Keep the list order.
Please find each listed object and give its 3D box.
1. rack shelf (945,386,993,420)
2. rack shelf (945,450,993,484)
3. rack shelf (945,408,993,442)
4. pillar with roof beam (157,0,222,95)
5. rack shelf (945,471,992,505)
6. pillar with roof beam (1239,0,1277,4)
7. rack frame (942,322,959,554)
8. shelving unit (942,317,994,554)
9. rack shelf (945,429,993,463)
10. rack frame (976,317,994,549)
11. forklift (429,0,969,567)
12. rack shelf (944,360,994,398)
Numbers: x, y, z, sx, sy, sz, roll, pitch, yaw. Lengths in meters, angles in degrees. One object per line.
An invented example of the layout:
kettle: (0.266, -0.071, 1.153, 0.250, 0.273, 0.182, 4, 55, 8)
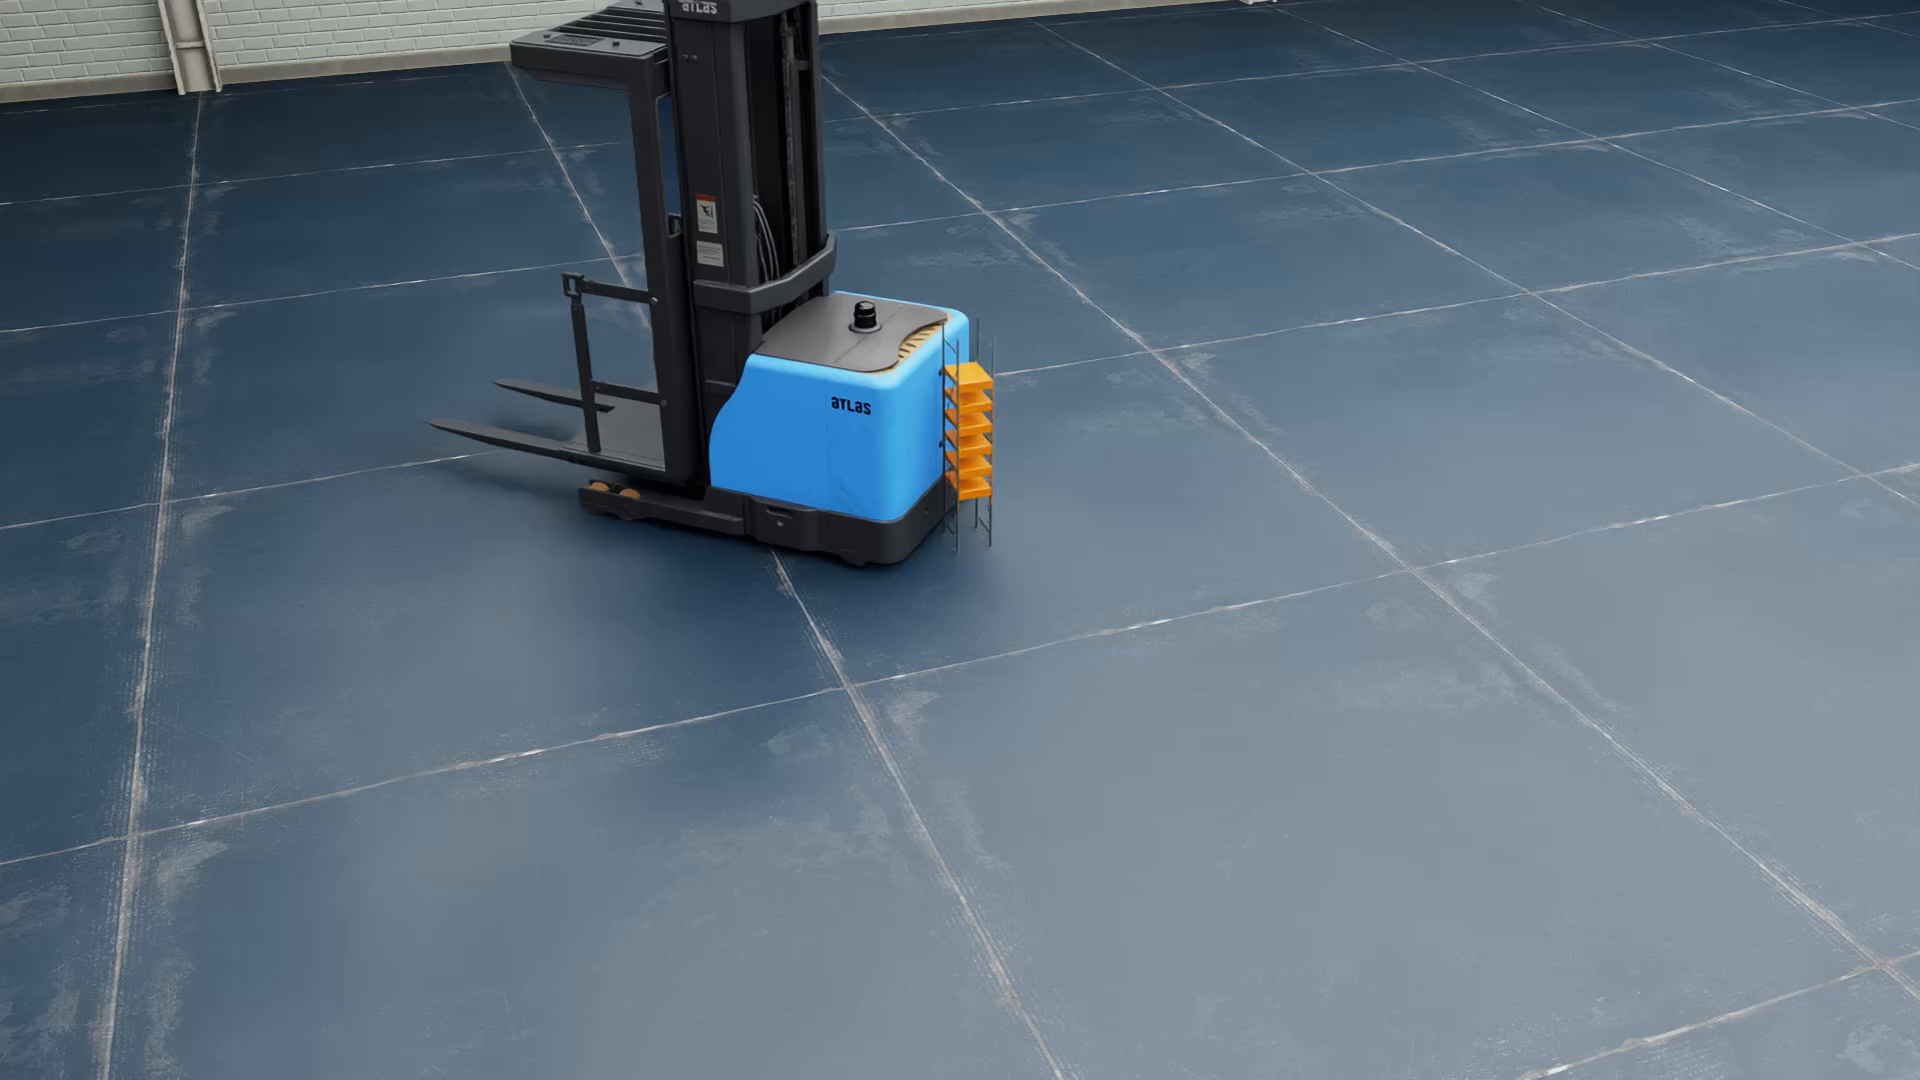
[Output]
rack shelf: (0.039, -0.687, 8.348, 0.180, 0.103, 0.258, -10, 31, -17)
rack shelf: (0.039, -0.374, 8.526, 0.180, 0.103, 0.258, -10, 31, -17)
rack shelf: (0.039, -0.583, 8.407, 0.180, 0.103, 0.258, -10, 31, -17)
pillar with roof beam: (-6.121, -6.438, 10.959, 0.400, 9.000, 9.100, -10, 31, -18)
rack shelf: (0.039, -0.270, 8.586, 0.180, 0.103, 0.258, -10, 31, -17)
pillar with roof beam: (5.126, -8.509, 14.595, 0.400, 9.000, 9.100, -10, 31, -18)
rack frame: (-0.048, -0.502, 8.419, 0.006, 1.200, 0.240, -10, 31, -17)
shelving unit: (0.039, -0.517, 8.445, 0.189, 1.200, 0.258, -10, 31, -17)
rack shelf: (0.039, -0.479, 8.467, 0.180, 0.103, 0.258, -10, 31, -17)
rack frame: (0.125, -0.532, 8.471, 0.006, 1.200, 0.240, -10, 31, -17)
forklift: (-1.505, -1.605, 8.606, 3.031, 2.935, 1.130, 12, 32, 20)
rack shelf: (0.039, -0.791, 8.288, 0.180, 0.103, 0.258, -10, 31, -17)
